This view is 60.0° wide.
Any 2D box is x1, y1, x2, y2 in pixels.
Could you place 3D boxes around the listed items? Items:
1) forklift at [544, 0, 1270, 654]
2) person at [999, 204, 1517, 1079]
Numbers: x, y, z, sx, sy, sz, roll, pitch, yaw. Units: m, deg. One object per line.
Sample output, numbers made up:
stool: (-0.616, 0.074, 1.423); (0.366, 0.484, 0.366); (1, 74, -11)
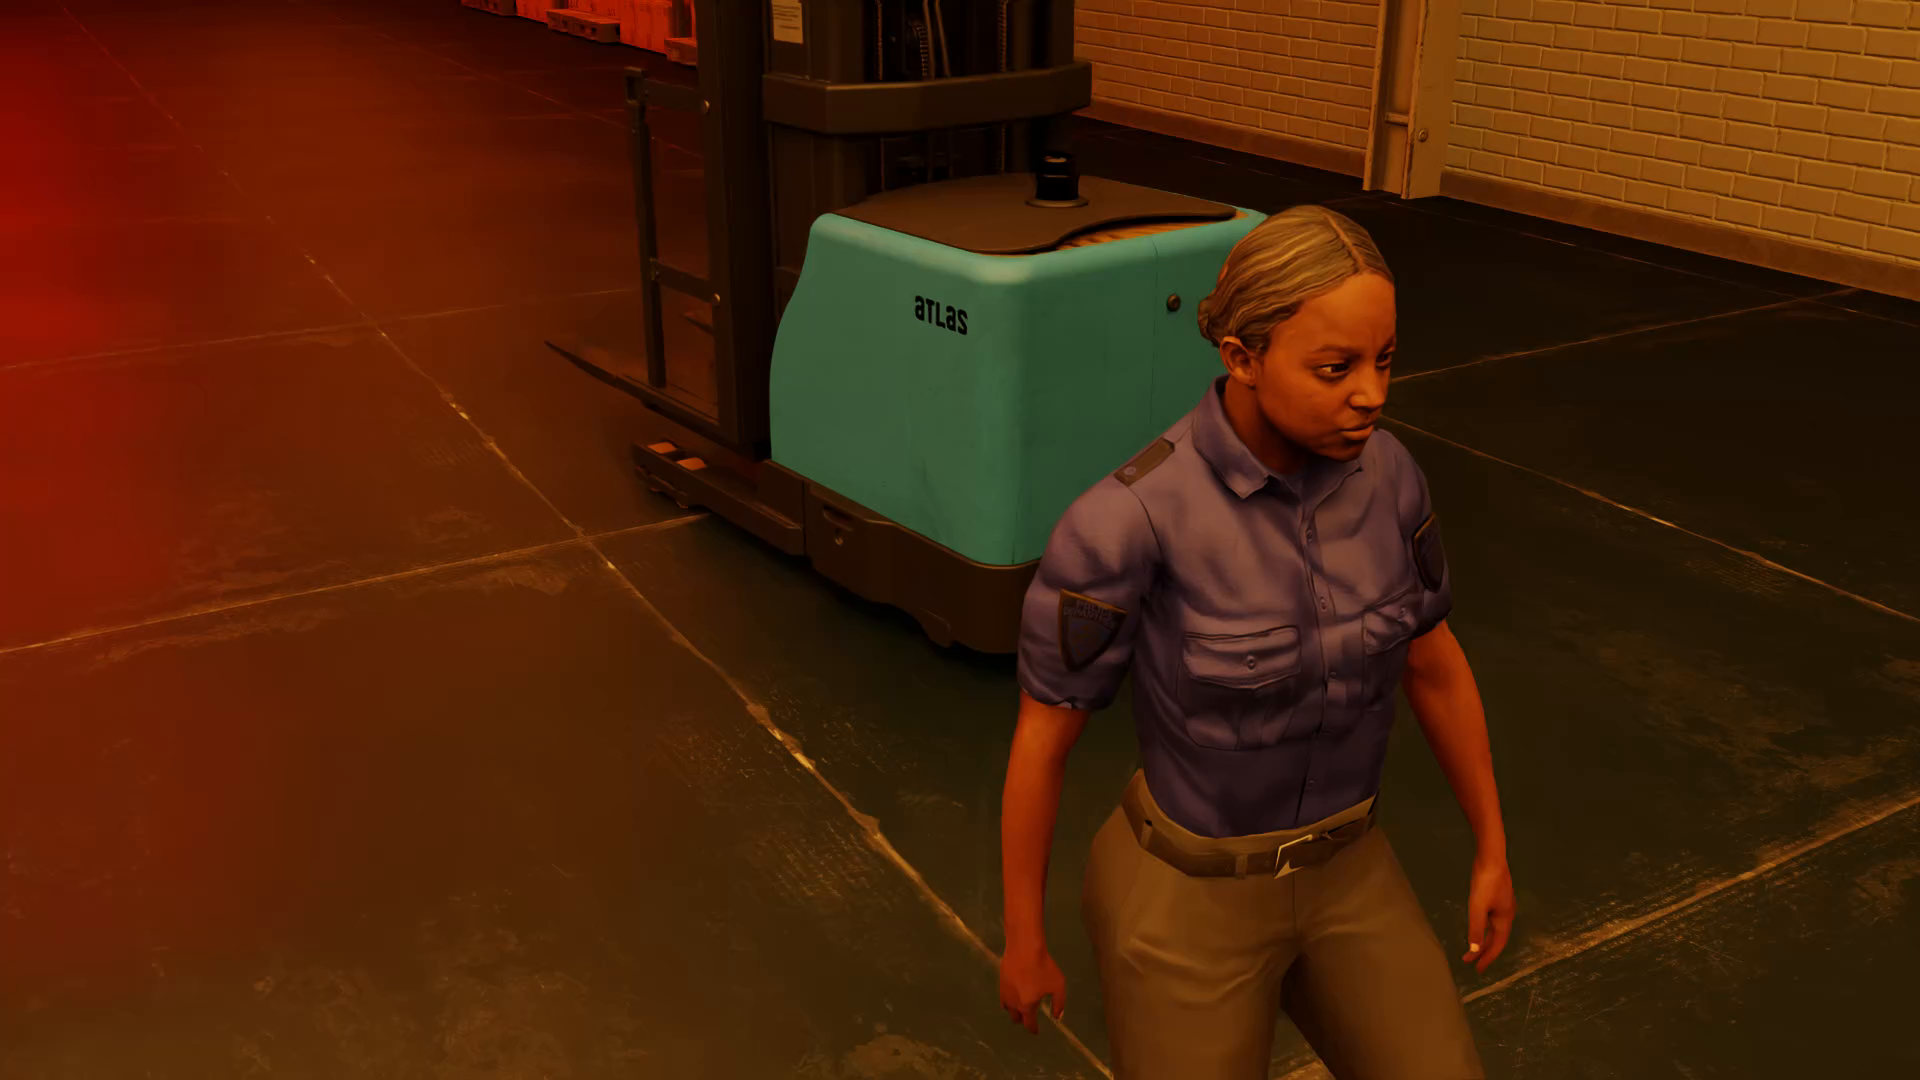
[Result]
forklift: (-0.428, -1.558, 5.069); (1.130, 2.935, 3.031); (-16, 27, -35)
person: (0.367, 0.435, 1.923); (0.611, 1.639, 0.448); (-11, 25, -25)
